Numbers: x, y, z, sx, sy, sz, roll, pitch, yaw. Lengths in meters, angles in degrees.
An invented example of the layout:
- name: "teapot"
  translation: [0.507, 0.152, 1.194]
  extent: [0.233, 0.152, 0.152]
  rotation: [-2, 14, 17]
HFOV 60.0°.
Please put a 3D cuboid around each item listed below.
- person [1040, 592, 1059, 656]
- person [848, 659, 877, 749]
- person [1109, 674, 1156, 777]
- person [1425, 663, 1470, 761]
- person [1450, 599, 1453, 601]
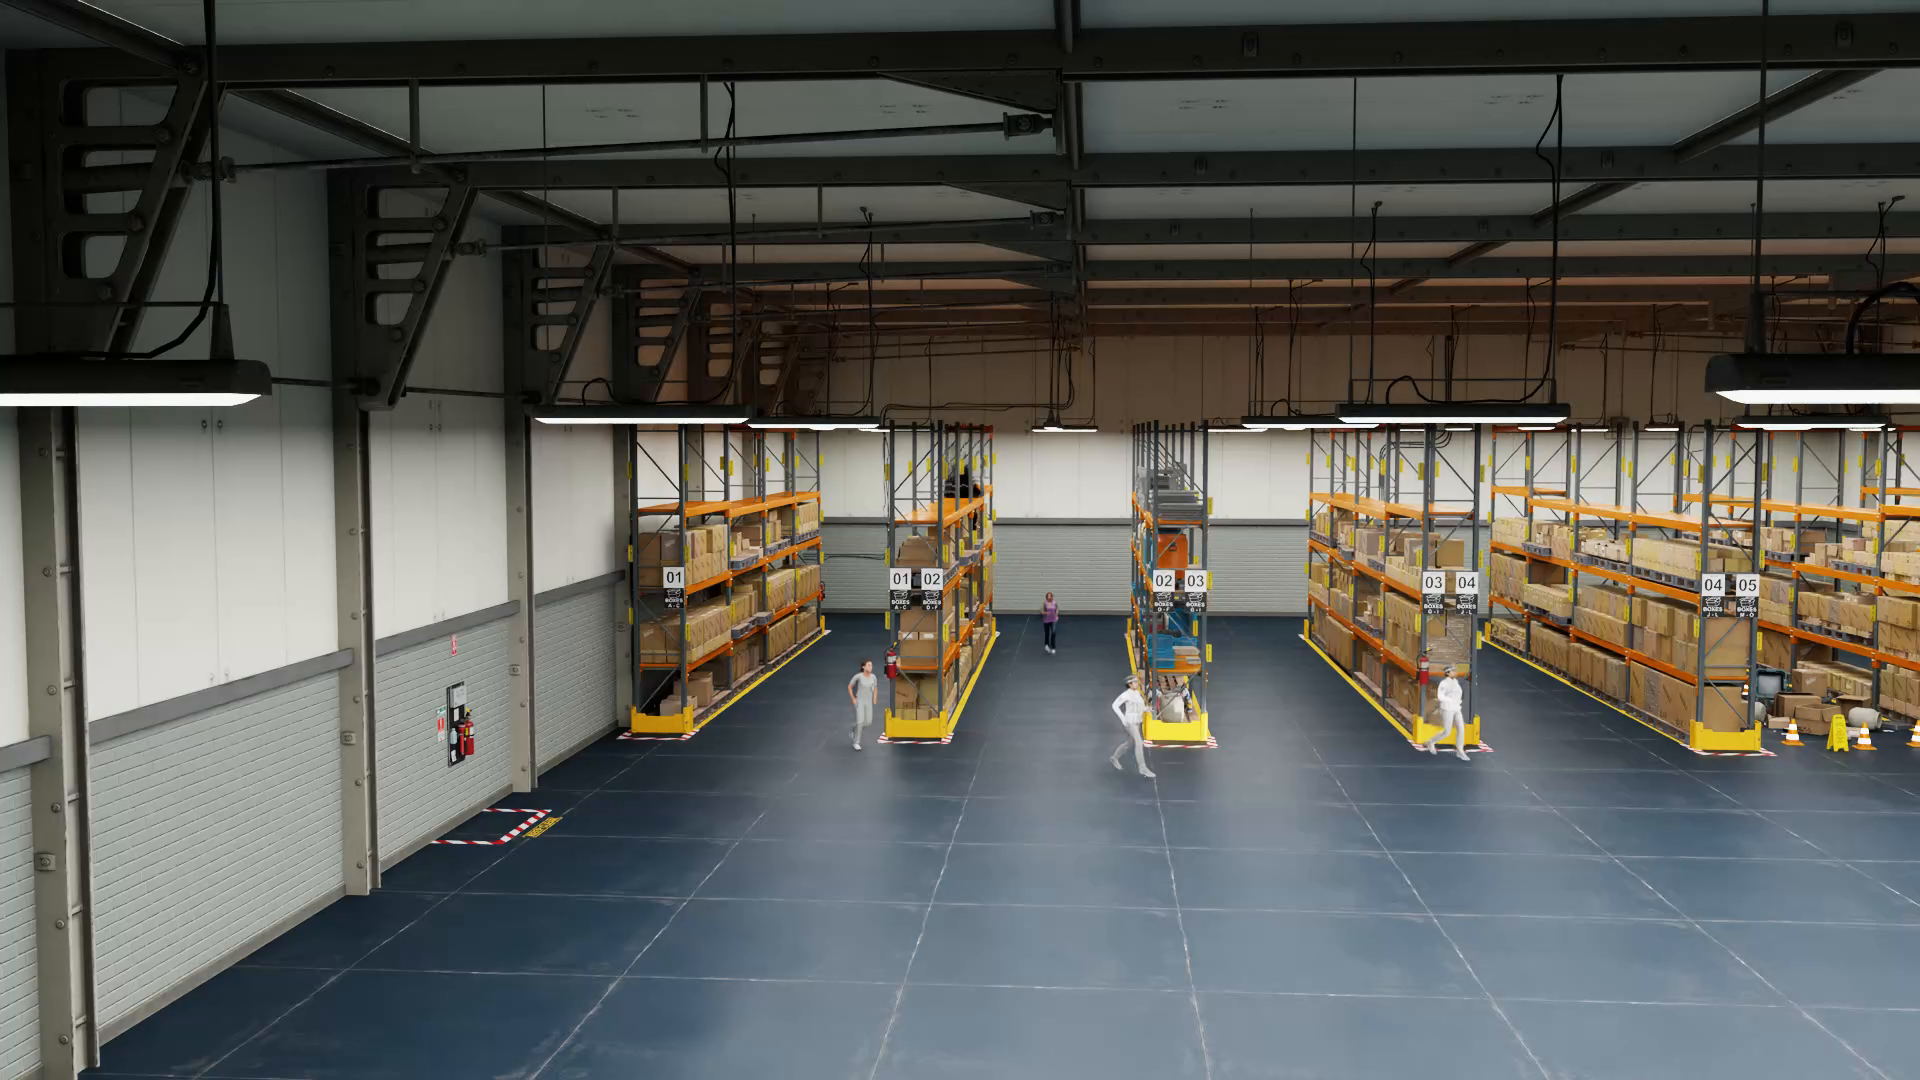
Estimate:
- name: "person"
  translation: [2.337, 2.168, 43.453]
  extent: [0.530, 1.626, 0.820]
  rotation: [0, 4, -5]
- name: "person"
  translation: [-1.789, 2.993, 30.572]
  extent: [0.604, 1.618, 0.567]
  rotation: [-2, 4, -29]
- name: "person"
  translation: [2.898, 3.083, 27.885]
  extent: [0.900, 1.689, 0.614]
  rotation: [2, 4, 33]
- name: "person"
  translation: [8.630, 3.014, 29.355]
  extent: [0.825, 1.711, 0.639]
  rotation: [4, 5, 44]
- name: "person"
  translation: [13.446, 2.039, 46.163]
  extent: [0.588, 1.567, 0.600]
  rotation: [3, 4, 36]
